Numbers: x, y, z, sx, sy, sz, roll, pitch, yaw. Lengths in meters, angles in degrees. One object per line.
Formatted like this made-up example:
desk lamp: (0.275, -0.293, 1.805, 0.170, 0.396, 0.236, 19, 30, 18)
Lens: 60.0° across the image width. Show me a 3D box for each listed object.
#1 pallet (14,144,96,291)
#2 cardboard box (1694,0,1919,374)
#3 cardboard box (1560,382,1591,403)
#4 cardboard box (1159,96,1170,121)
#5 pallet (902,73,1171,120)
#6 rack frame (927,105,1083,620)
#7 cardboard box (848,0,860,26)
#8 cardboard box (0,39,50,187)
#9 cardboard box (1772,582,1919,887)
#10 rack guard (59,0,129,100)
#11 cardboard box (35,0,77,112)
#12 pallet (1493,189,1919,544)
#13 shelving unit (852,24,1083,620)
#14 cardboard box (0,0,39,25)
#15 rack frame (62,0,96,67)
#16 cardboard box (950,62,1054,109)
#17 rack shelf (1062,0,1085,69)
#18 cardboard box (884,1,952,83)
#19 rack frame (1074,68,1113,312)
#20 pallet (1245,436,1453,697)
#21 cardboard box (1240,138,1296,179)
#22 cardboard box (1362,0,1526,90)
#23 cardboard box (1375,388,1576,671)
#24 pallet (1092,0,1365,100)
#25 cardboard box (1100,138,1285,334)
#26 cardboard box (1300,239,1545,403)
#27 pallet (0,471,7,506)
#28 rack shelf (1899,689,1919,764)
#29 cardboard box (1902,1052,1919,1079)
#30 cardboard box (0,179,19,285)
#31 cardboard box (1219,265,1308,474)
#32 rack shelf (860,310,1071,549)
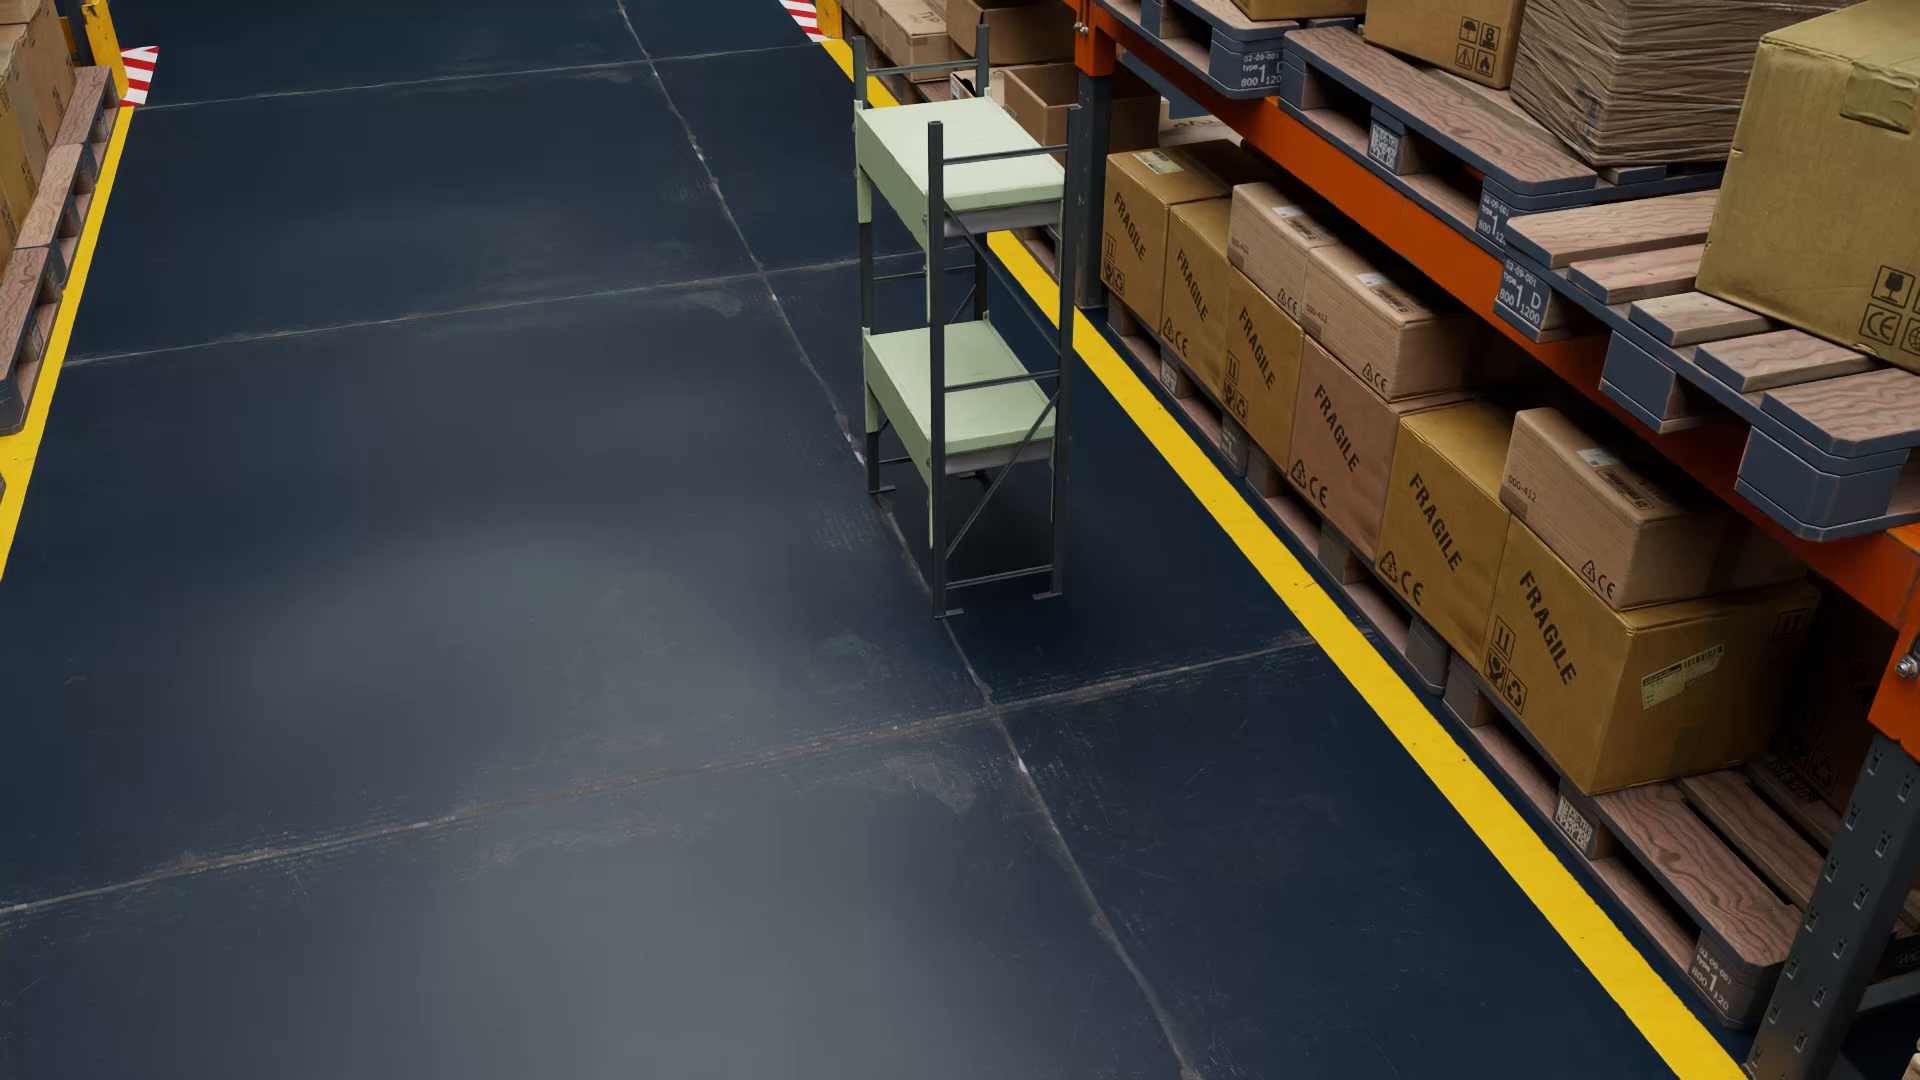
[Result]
pallet: (-4.311, -1.331, 7.073, 1.003, 0.211, 1.213, -10, 35, -15)
cardboard box: (1.860, -0.704, 3.123, 0.700, 0.500, 0.500, -23, 40, -30)
cardboard box: (1.979, -0.141, 4.611, 0.500, 0.500, 0.500, -10, 35, -15)
cardboard box: (0.743, -1.986, 7.706, 0.380, 0.166, 0.250, -10, 35, -15)
pallet: (0.354, -2.114, 8.259, 1.003, 0.211, 1.213, -10, 35, -15)
rack frame: (0.114, -0.430, 4.540, 0.400, 1.500, 0.023, -10, 35, -15)
cardboard box: (-0.405, -2.968, 9.192, 0.380, 0.166, 0.250, -10, 35, -15)
cardboard box: (-4.382, -1.796, 7.133, 0.700, 0.500, 0.500, -11, 35, -16)
cardboard box: (2.292, 0.397, 3.797, 0.500, 0.500, 0.500, -9, 34, -13)
rack guard: (-5.005, -2.510, 8.596, 1.175, 0.500, 0.348, -10, 35, -15)
cardboard box: (-4.689, -2.322, 7.930, 0.700, 0.500, 0.500, -10, 35, -15)
pallet: (1.885, -0.439, 3.368, 1.213, 0.211, 1.003, -10, 35, -15)
shelving unit: (0.002, -0.622, 4.831, 0.431, 1.500, 0.755, -10, 35, -15)
cardboard box: (-4.398, -2.422, 7.493, 0.380, 0.149, 0.250, -9, 35, -13)
rack frame: (-4.998, -3.541, 7.887, 1.000, 3.000, 0.127, -10, 35, -15)
cardboard box: (0.266, -1.983, 7.569, 0.500, 0.311, 0.500, -10, 35, -15)
rack shelf: (0.329, -3.025, 7.760, 1.077, 0.370, 4.000, -10, 35, -15)
cardboard box: (-0.081, -2.554, 8.489, 0.500, 0.250, 0.500, -10, 35, -15)
rack frame: (0.939, -2.276, 5.973, 1.000, 3.000, 0.127, -10, 35, -15)
pallet: (1.599, -0.050, 5.134, 1.003, 0.211, 1.213, -10, 35, -15)
cardboard box: (1.362, -1.205, 6.222, 0.500, 0.500, 0.500, -10, 35, -15)
cardboard box: (1.537, -1.575, 4.441, 0.700, 0.500, 0.500, -19, 38, -27)
cardboard box: (1.493, -0.039, 4.457, 0.500, 0.500, 0.500, -11, 35, -16)
pallet: (1.079, -1.758, 5.363, 1.003, 0.211, 1.213, -10, 35, -15)
cardboard box: (0.854, -1.121, 6.094, 0.500, 0.500, 0.500, -12, 35, -17)
cardboard box: (1.313, -0.646, 4.695, 0.500, 0.250, 0.500, -11, 35, -16)
pallet: (-3.470, 0.115, 4.884, 1.003, 0.211, 1.213, -10, 35, -15)
rack shelf: (2.769, 1.175, 1.404, 1.077, 0.370, 4.000, -10, 35, -15)
cardboard box: (2.039, 1.121, 2.946, 0.500, 0.250, 0.500, -10, 35, -15)
cardboard box: (-4.058, -1.247, 6.303, 0.700, 0.500, 0.500, -10, 35, -15)
cardboard box: (1.173, -0.579, 5.274, 0.500, 0.500, 0.500, -10, 35, -14)
rack shelf: (0.002, -0.350, 5.011, 0.431, 0.370, 0.720, -10, 35, -15)
